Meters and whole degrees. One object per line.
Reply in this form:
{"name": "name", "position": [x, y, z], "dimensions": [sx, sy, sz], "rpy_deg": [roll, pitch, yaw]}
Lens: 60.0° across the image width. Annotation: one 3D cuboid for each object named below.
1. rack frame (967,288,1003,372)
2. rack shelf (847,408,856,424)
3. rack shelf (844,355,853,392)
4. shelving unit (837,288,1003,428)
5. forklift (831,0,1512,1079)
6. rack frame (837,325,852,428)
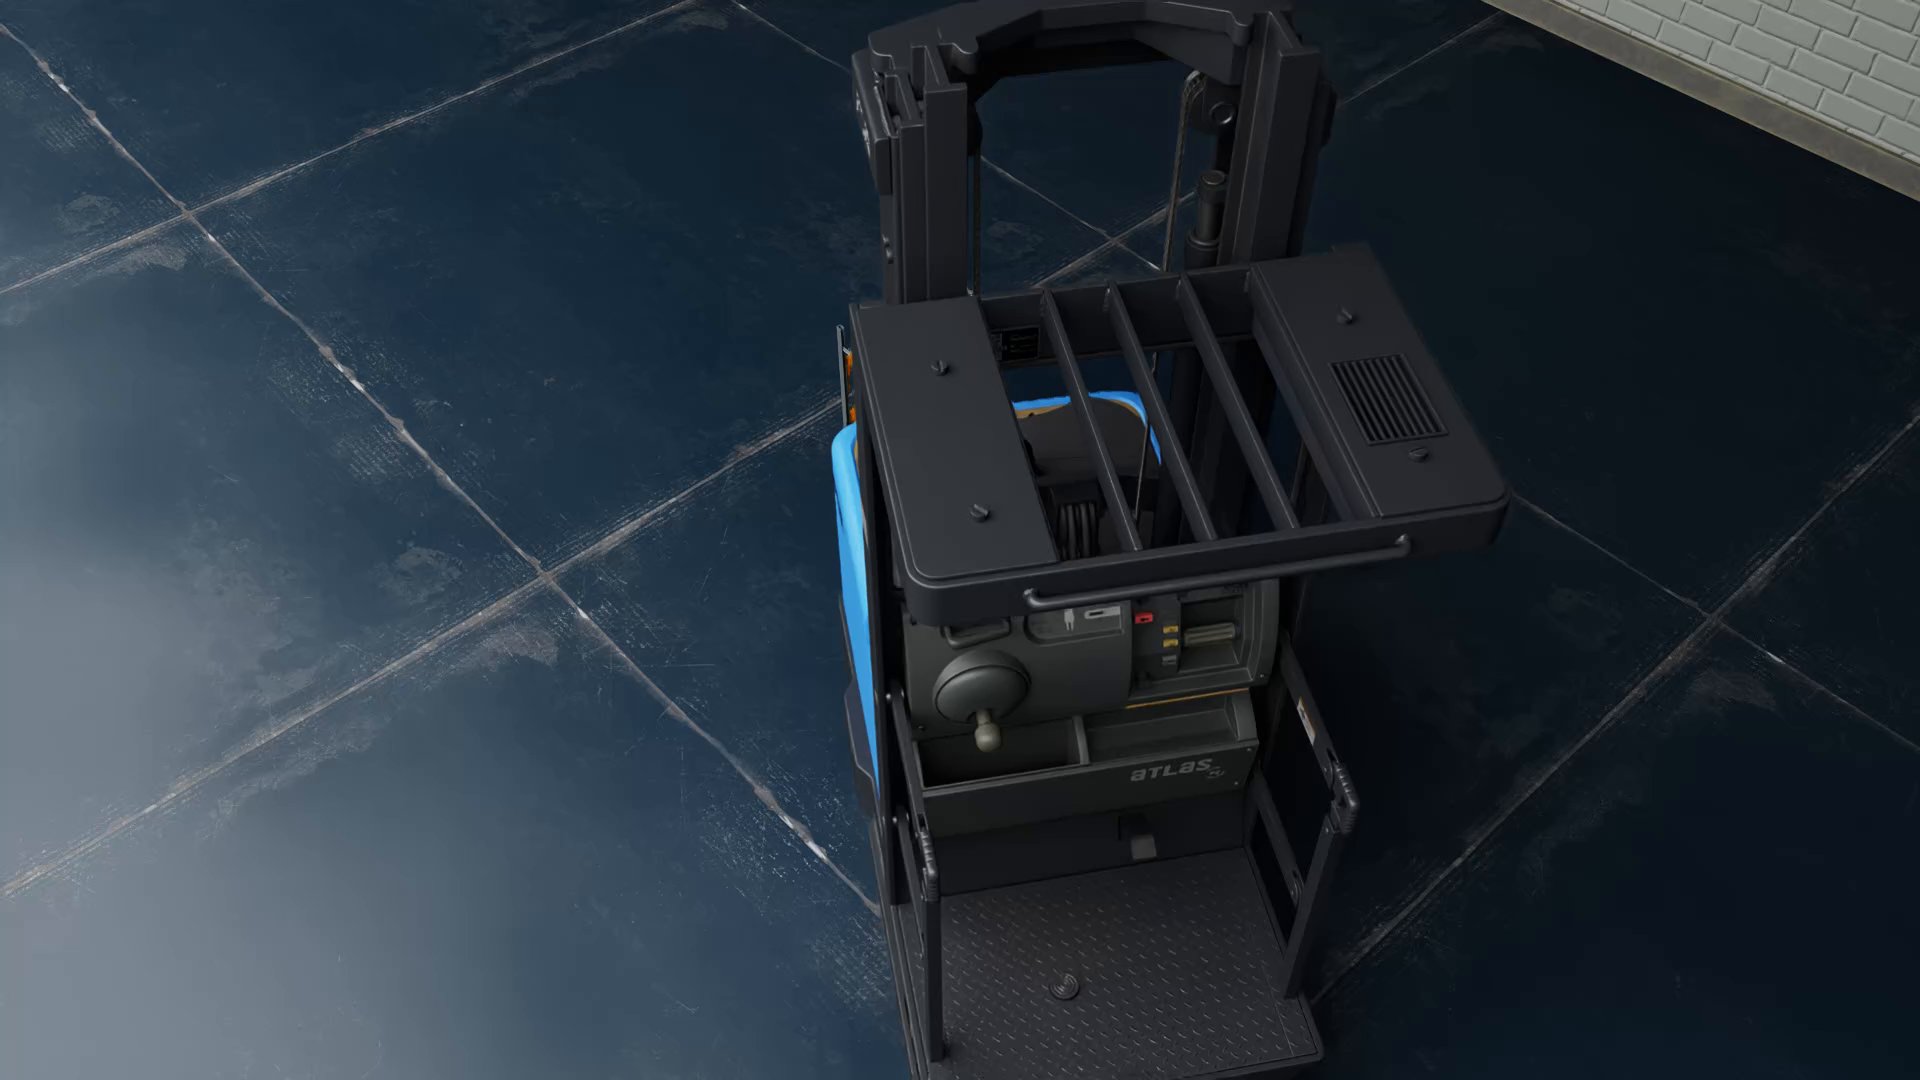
{"name": "rack frame", "position": [0.058, -0.446, 5.845], "dimensions": [0.015, 1.200, 0.240], "rpy_deg": [-34, 56, -27]}
{"name": "rack shelf", "position": [-0.122, -0.431, 5.619], "dimensions": [0.480, 0.148, 0.258], "rpy_deg": [-34, 56, -27]}
{"name": "rack shelf", "position": [-0.122, -0.592, 5.445], "dimensions": [0.480, 0.148, 0.258], "rpy_deg": [-34, 56, -27]}
{"name": "shelving unit", "position": [-0.122, -0.325, 5.734], "dimensions": [0.503, 1.200, 0.258], "rpy_deg": [-34, 56, -27]}
{"name": "forklift", "position": [0.368, 0.374, 3.911], "dimensions": [1.130, 2.935, 3.031], "rpy_deg": [-8, 48, -7]}
{"name": "rack frame", "position": [-0.303, -0.204, 5.622], "dimensions": [0.015, 1.200, 0.240], "rpy_deg": [-34, 56, -27]}
